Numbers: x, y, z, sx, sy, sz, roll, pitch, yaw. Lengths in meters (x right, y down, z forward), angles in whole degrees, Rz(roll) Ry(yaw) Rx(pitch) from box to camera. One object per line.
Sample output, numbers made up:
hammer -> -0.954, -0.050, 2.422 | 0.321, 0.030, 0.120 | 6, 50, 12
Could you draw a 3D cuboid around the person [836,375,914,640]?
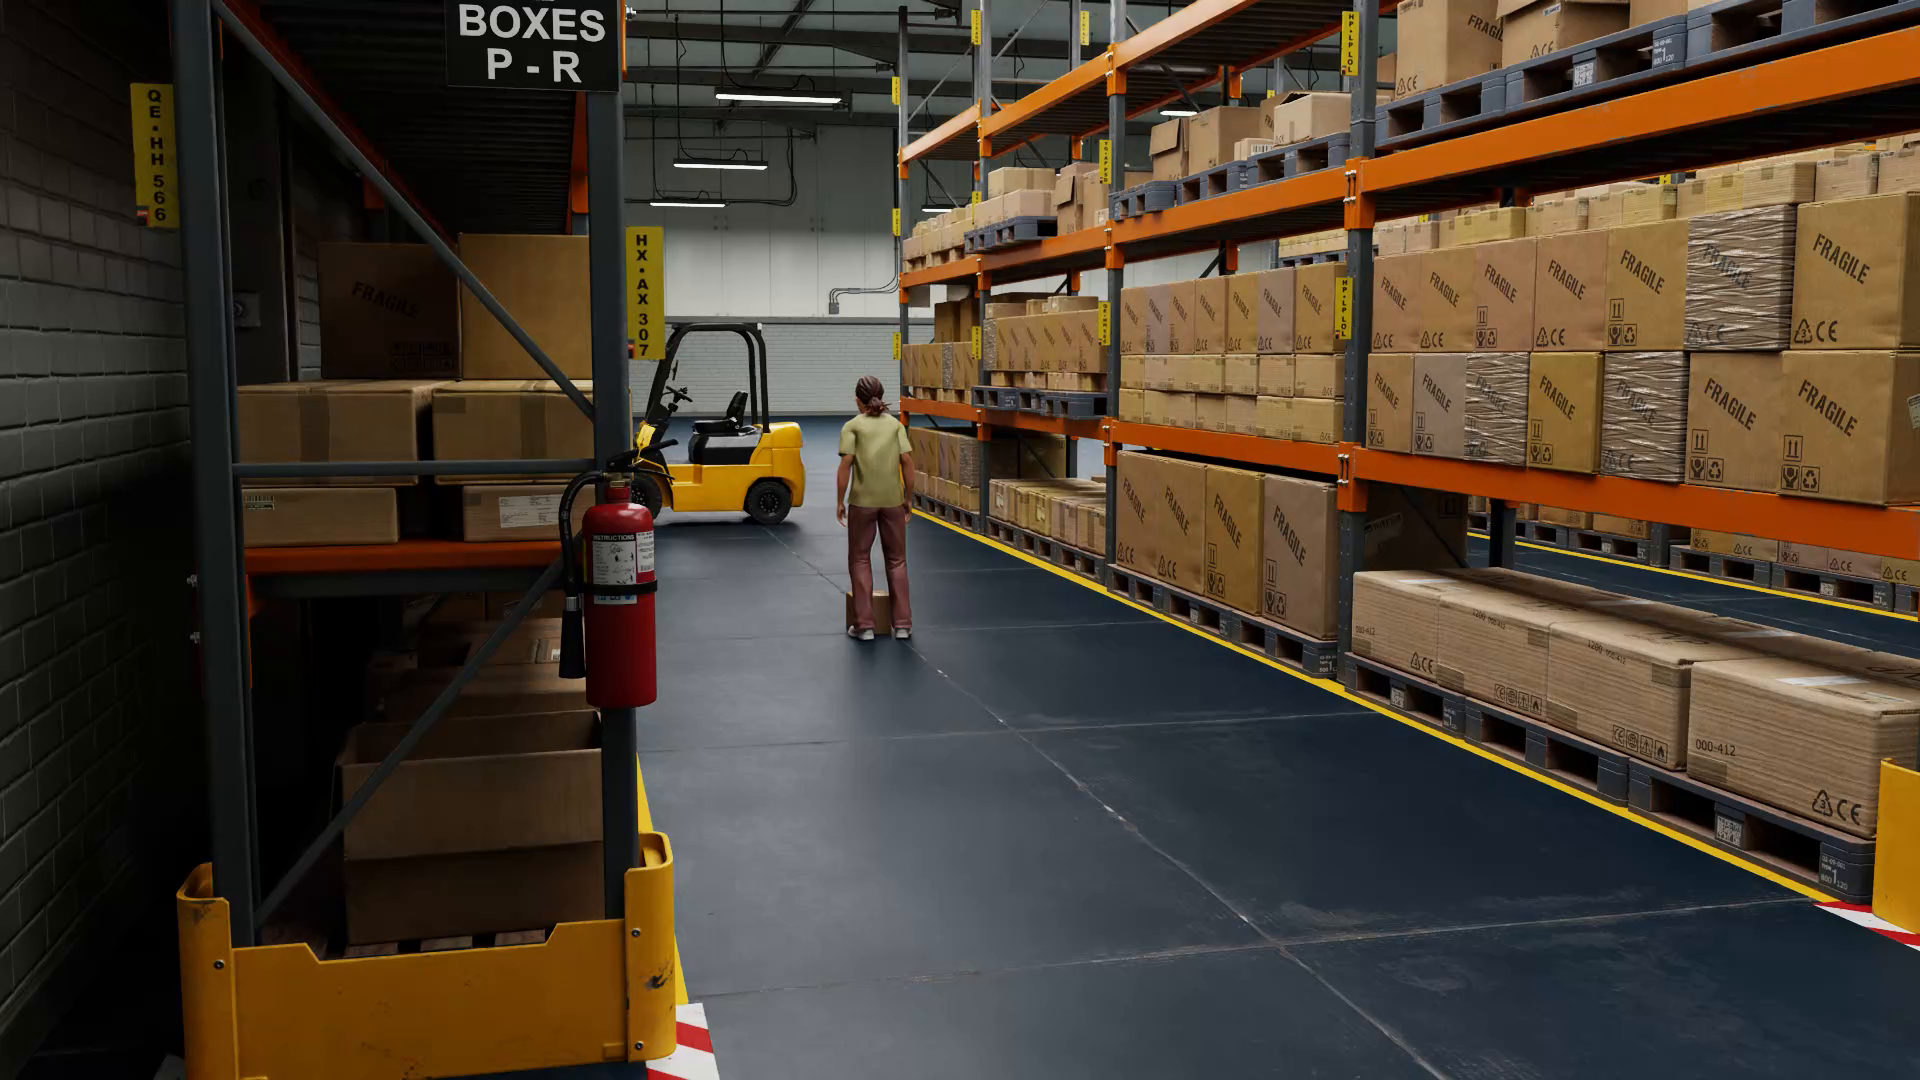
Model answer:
person -> -0.538, -0.207, 10.550 | 0.521, 1.672, 0.357 | -2, 6, -17
